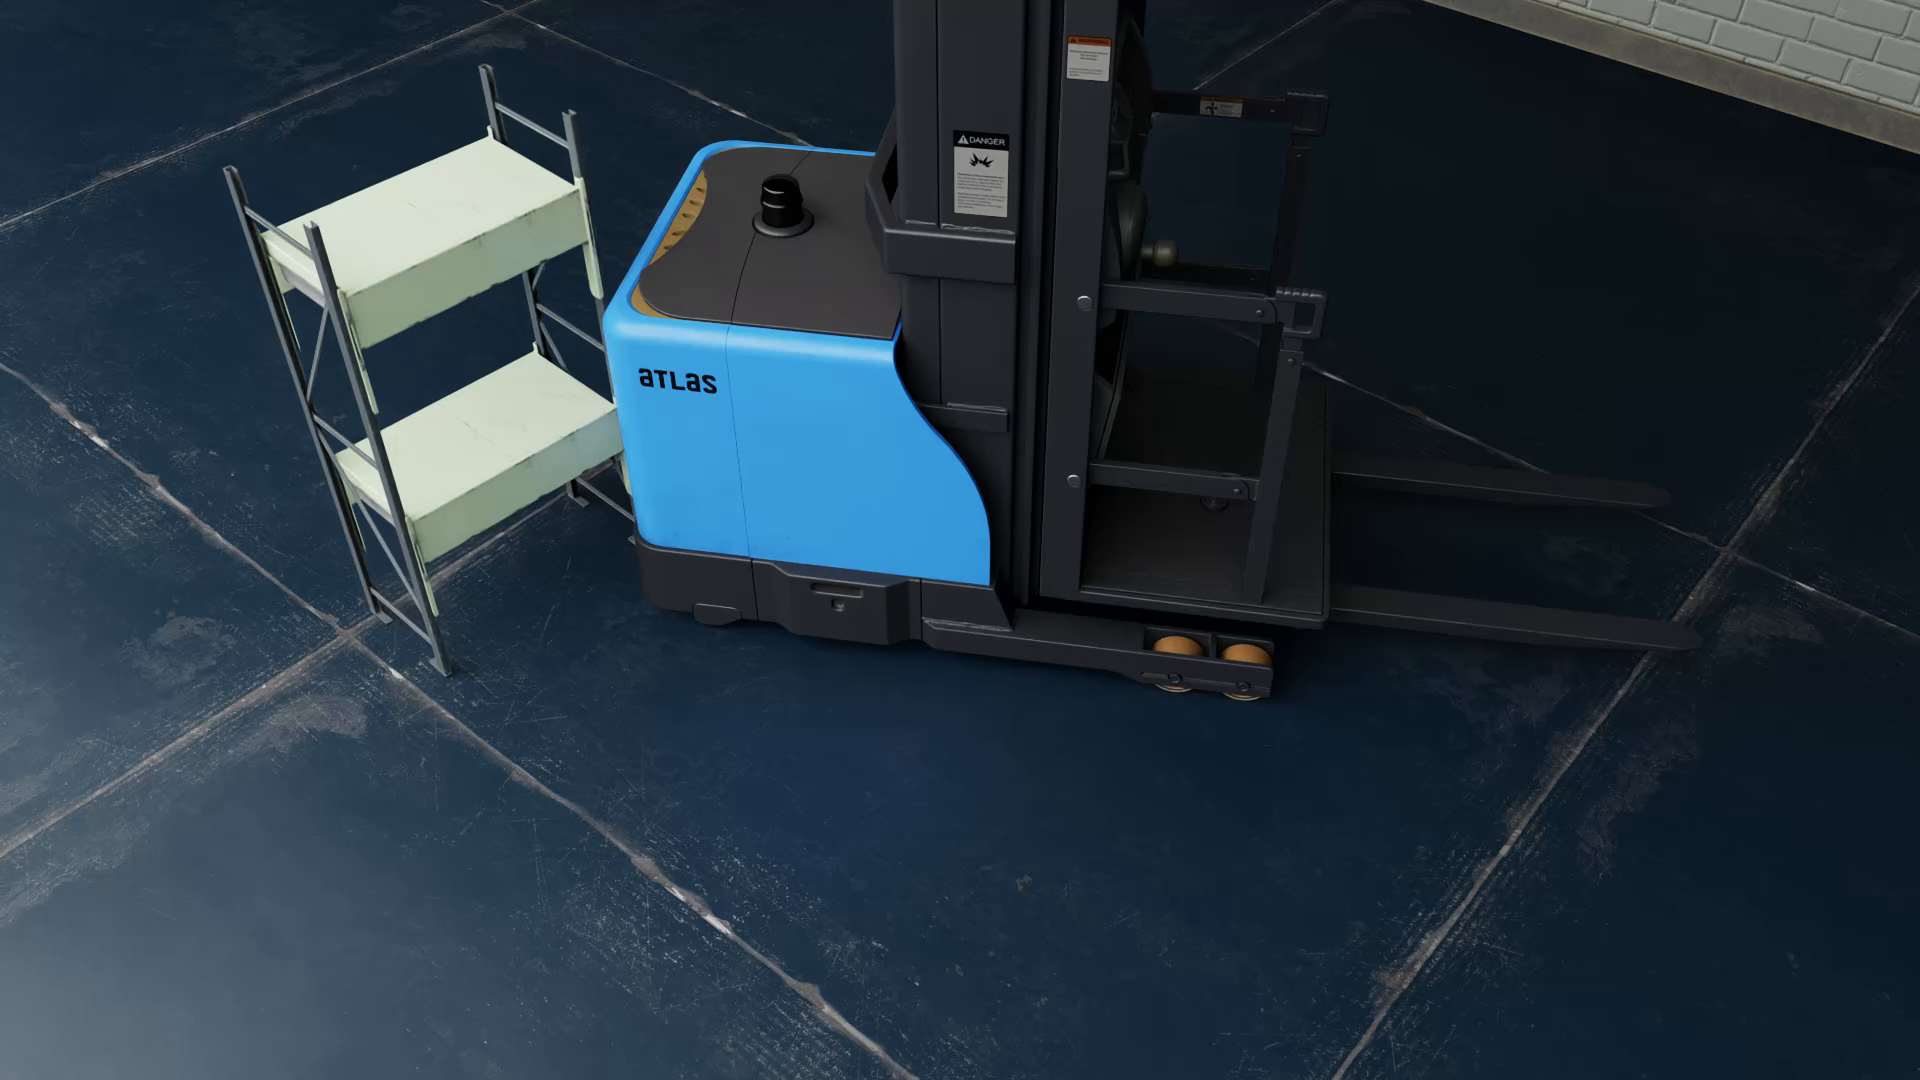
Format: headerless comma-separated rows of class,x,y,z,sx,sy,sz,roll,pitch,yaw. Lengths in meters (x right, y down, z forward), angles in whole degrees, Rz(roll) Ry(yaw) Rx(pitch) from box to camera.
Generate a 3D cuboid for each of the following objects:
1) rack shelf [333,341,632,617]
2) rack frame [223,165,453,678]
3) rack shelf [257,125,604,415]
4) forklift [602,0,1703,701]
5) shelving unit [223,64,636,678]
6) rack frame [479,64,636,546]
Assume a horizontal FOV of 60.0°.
rack shelf,-1.372,-0.191,4.830,0.431,0.370,0.720,32,51,30
rack frame,-1.623,-0.253,4.414,0.400,1.500,0.023,32,51,30
rack shelf,-1.372,-0.721,4.348,0.431,0.370,0.720,32,51,30
forklift,0.616,-1.014,4.186,3.031,2.935,1.130,7,43,7
shelving unit,-1.372,-0.432,4.611,0.431,1.500,0.755,32,51,30
rack frame,-1.121,-0.612,4.808,0.400,1.500,0.023,32,51,30
